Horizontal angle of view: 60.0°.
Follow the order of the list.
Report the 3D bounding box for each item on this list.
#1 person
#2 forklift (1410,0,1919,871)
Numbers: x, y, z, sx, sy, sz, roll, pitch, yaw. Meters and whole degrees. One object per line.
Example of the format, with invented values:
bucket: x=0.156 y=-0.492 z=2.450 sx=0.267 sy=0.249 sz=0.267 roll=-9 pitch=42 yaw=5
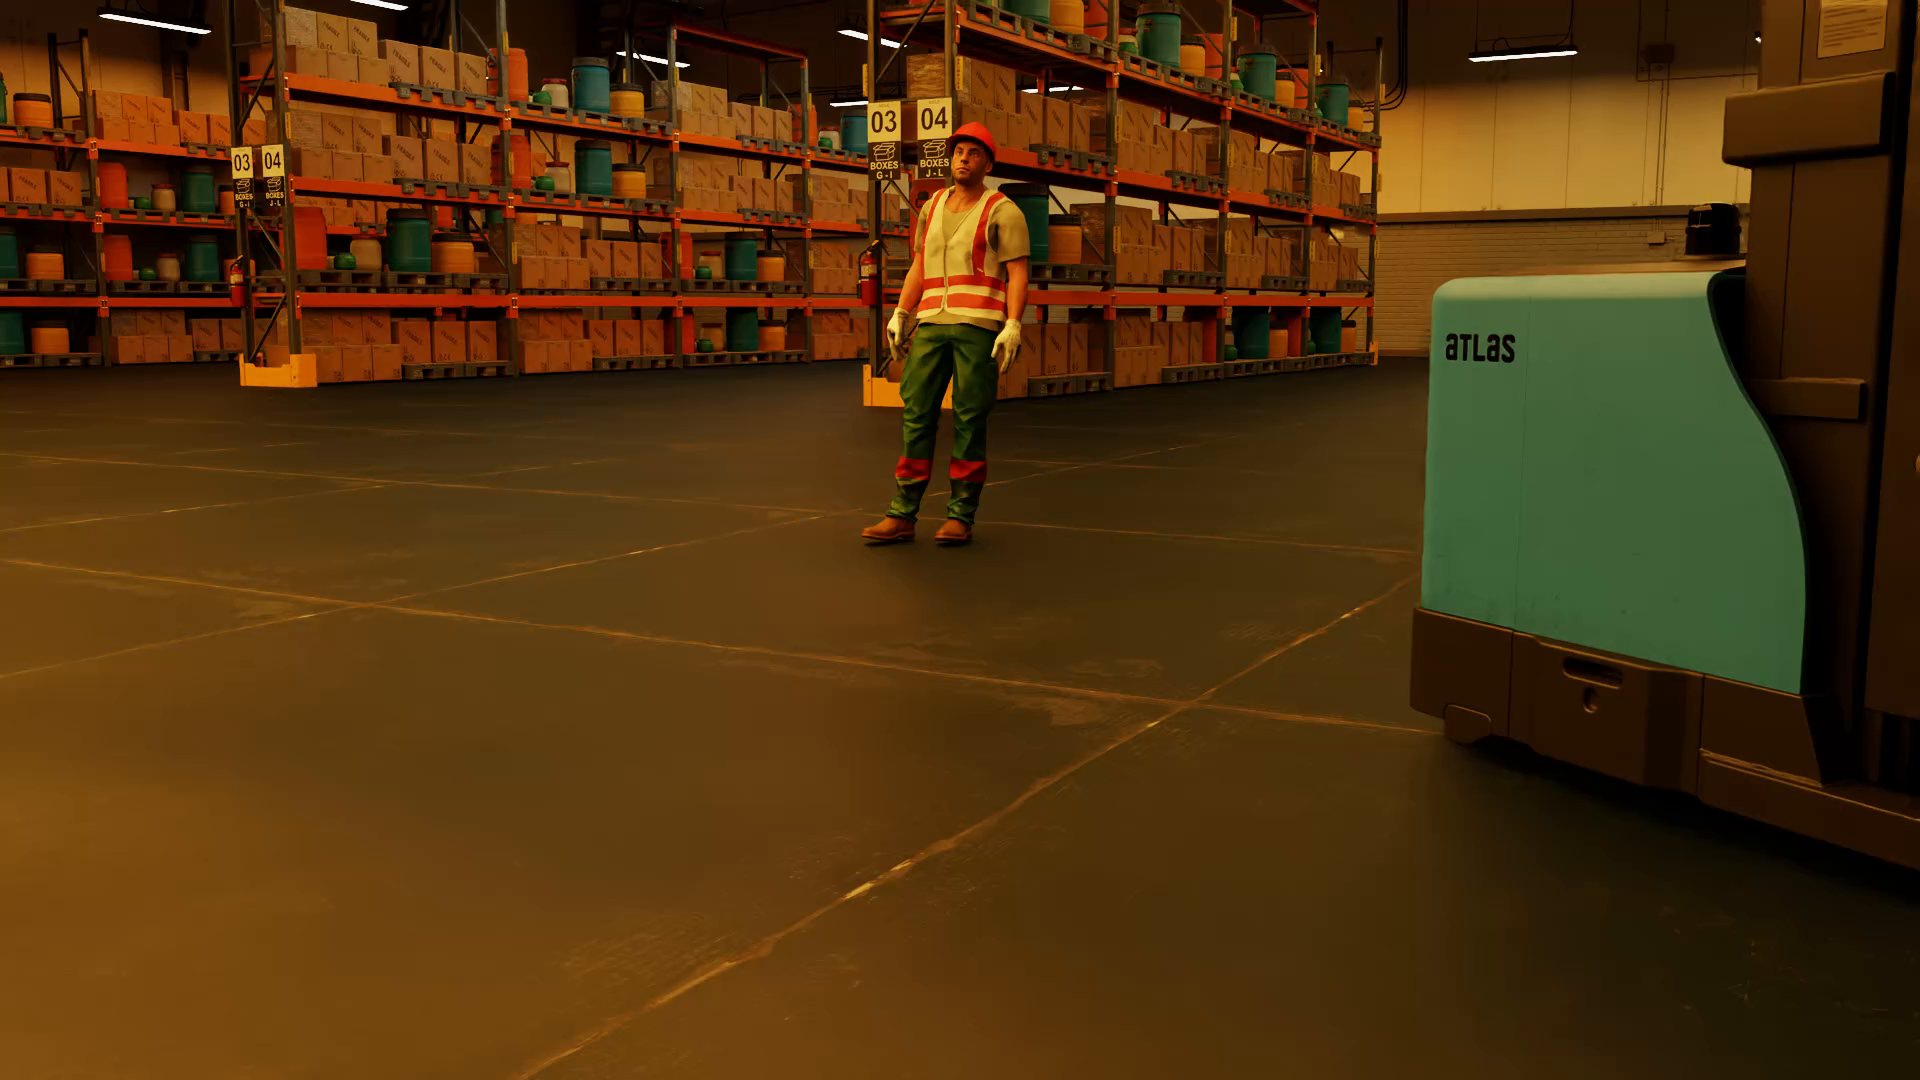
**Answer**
person: x=-0.050 y=-0.885 z=7.126 sx=0.637 sy=1.790 sz=0.562 roll=4 pitch=9 yaw=29
forklift: x=2.176 y=-0.839 z=2.671 sx=1.130 sy=2.935 sz=3.031 roll=-4 pitch=9 yaw=-26
